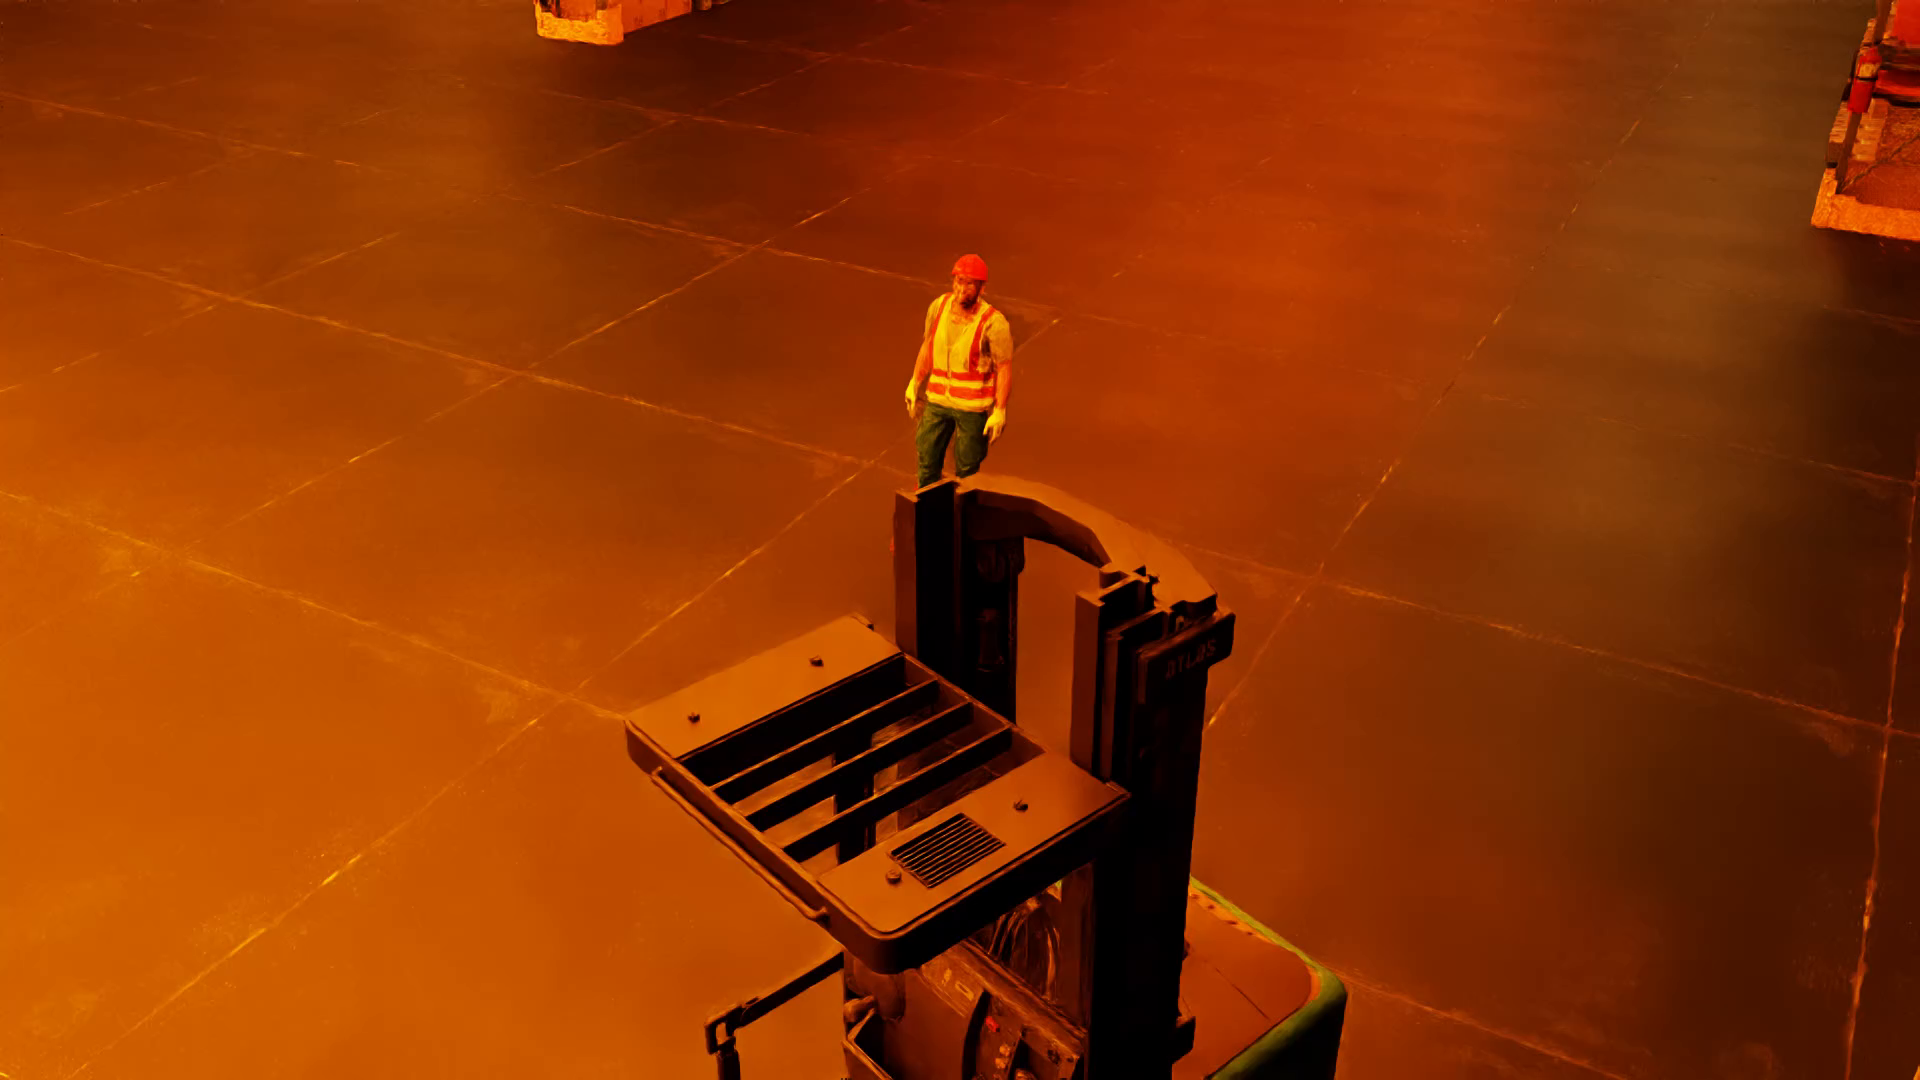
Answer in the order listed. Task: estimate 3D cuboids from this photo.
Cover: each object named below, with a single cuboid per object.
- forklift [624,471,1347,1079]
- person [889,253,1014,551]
[{"bbox_3d":[-0.171,1.393,4.656,3.031,2.935,1.130,-24,37,-35],"label":"forklift"},{"bbox_3d":[-0.048,-0.748,9.496,0.637,1.787,0.563,15,33,25],"label":"person"}]
